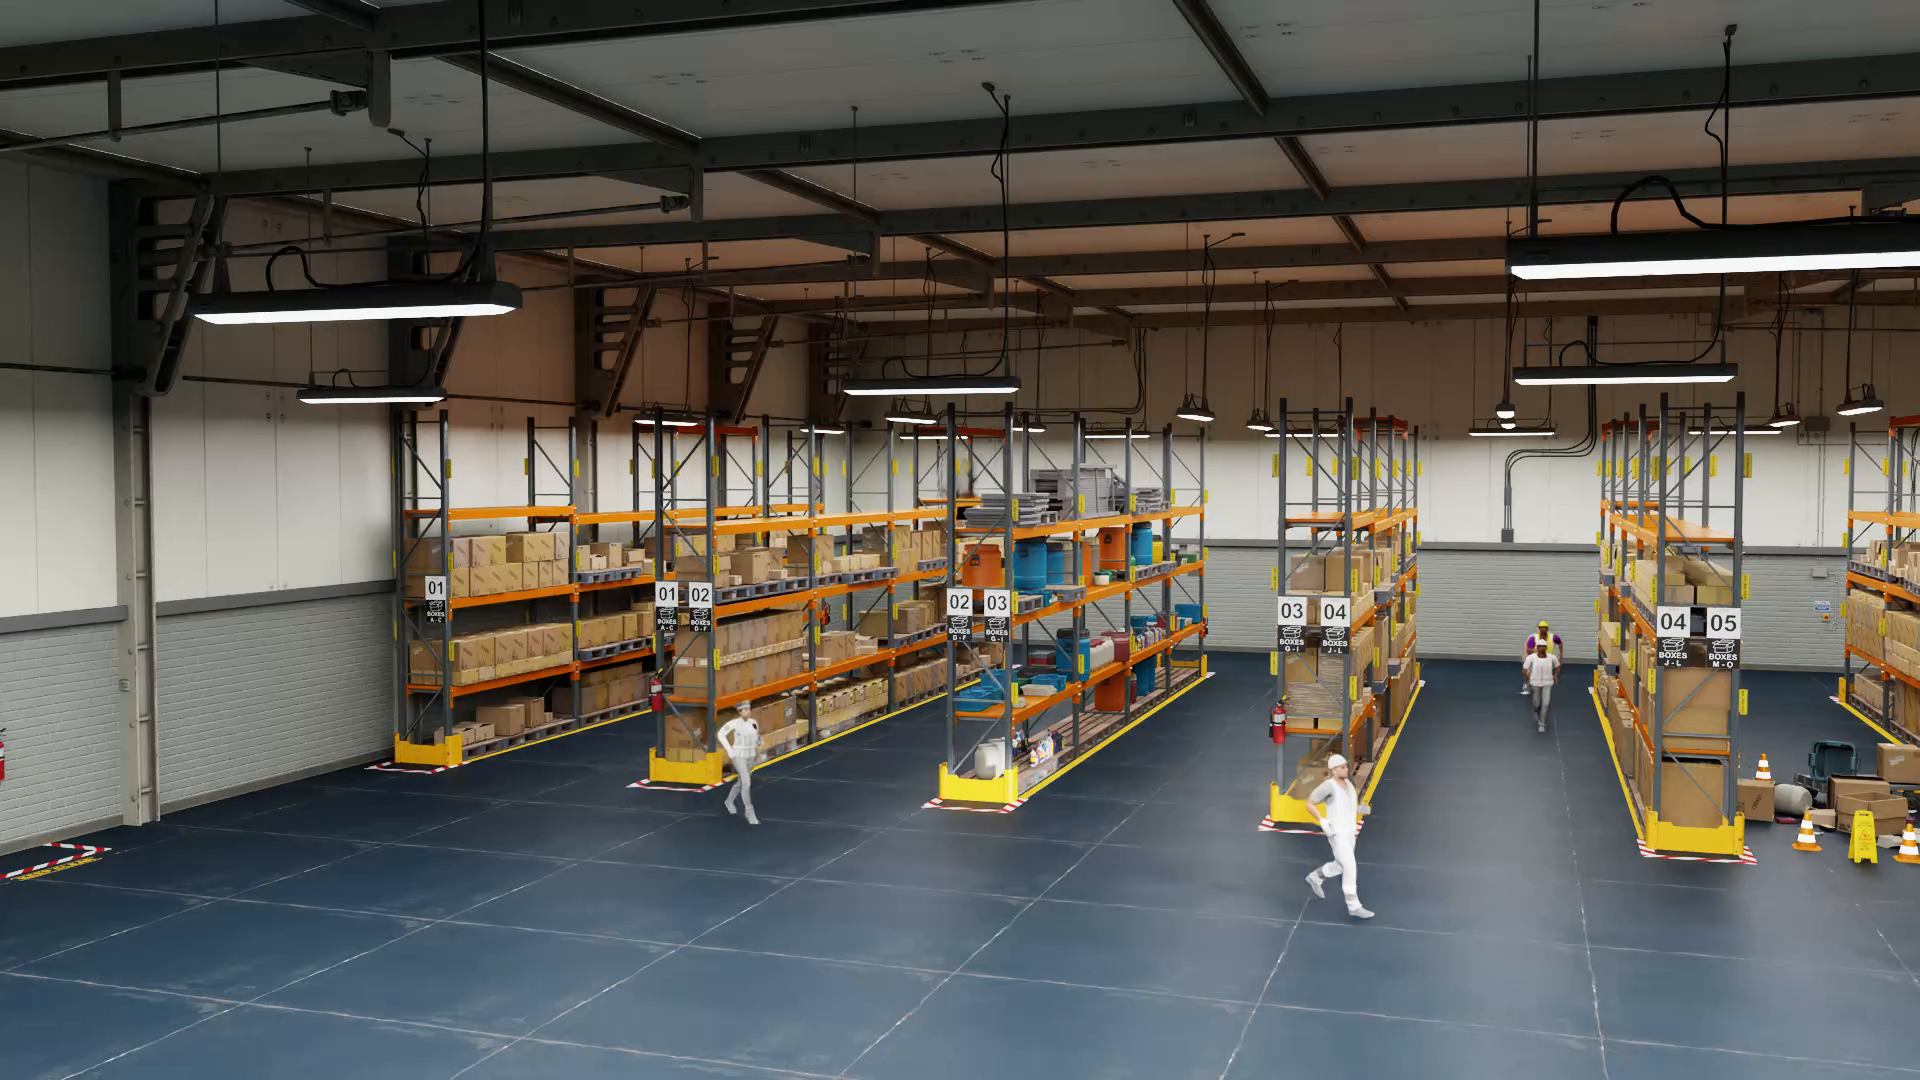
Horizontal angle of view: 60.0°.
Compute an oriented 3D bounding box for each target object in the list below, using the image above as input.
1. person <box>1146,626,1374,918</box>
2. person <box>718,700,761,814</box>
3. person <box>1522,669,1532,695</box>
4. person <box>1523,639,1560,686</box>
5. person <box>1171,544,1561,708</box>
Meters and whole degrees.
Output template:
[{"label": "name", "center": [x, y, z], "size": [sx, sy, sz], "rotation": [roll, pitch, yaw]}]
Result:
[{"label": "person", "center": [4.178, 2.948, 26.922], "size": [11.693, 1.768, 13.141], "rotation": [-2, 3, -43]}, {"label": "person", "center": [-3.125, 3.060, 23.717], "size": [0.674, 1.596, 0.602], "rotation": [2, 3, 41]}, {"label": "person", "center": [12.612, 2.957, 36.682], "size": [0.424, 0.943, 0.503], "rotation": [2, 3, 32]}, {"label": "person", "center": [11.134, 2.337, 31.810], "size": [0.675, 0.879, 0.408], "rotation": [1, 3, 17]}, {"label": "person", "center": [8.725, 1.812, 37.539], "size": [9.111, 3.211, 2.938], "rotation": [1, 3, 20]}]
